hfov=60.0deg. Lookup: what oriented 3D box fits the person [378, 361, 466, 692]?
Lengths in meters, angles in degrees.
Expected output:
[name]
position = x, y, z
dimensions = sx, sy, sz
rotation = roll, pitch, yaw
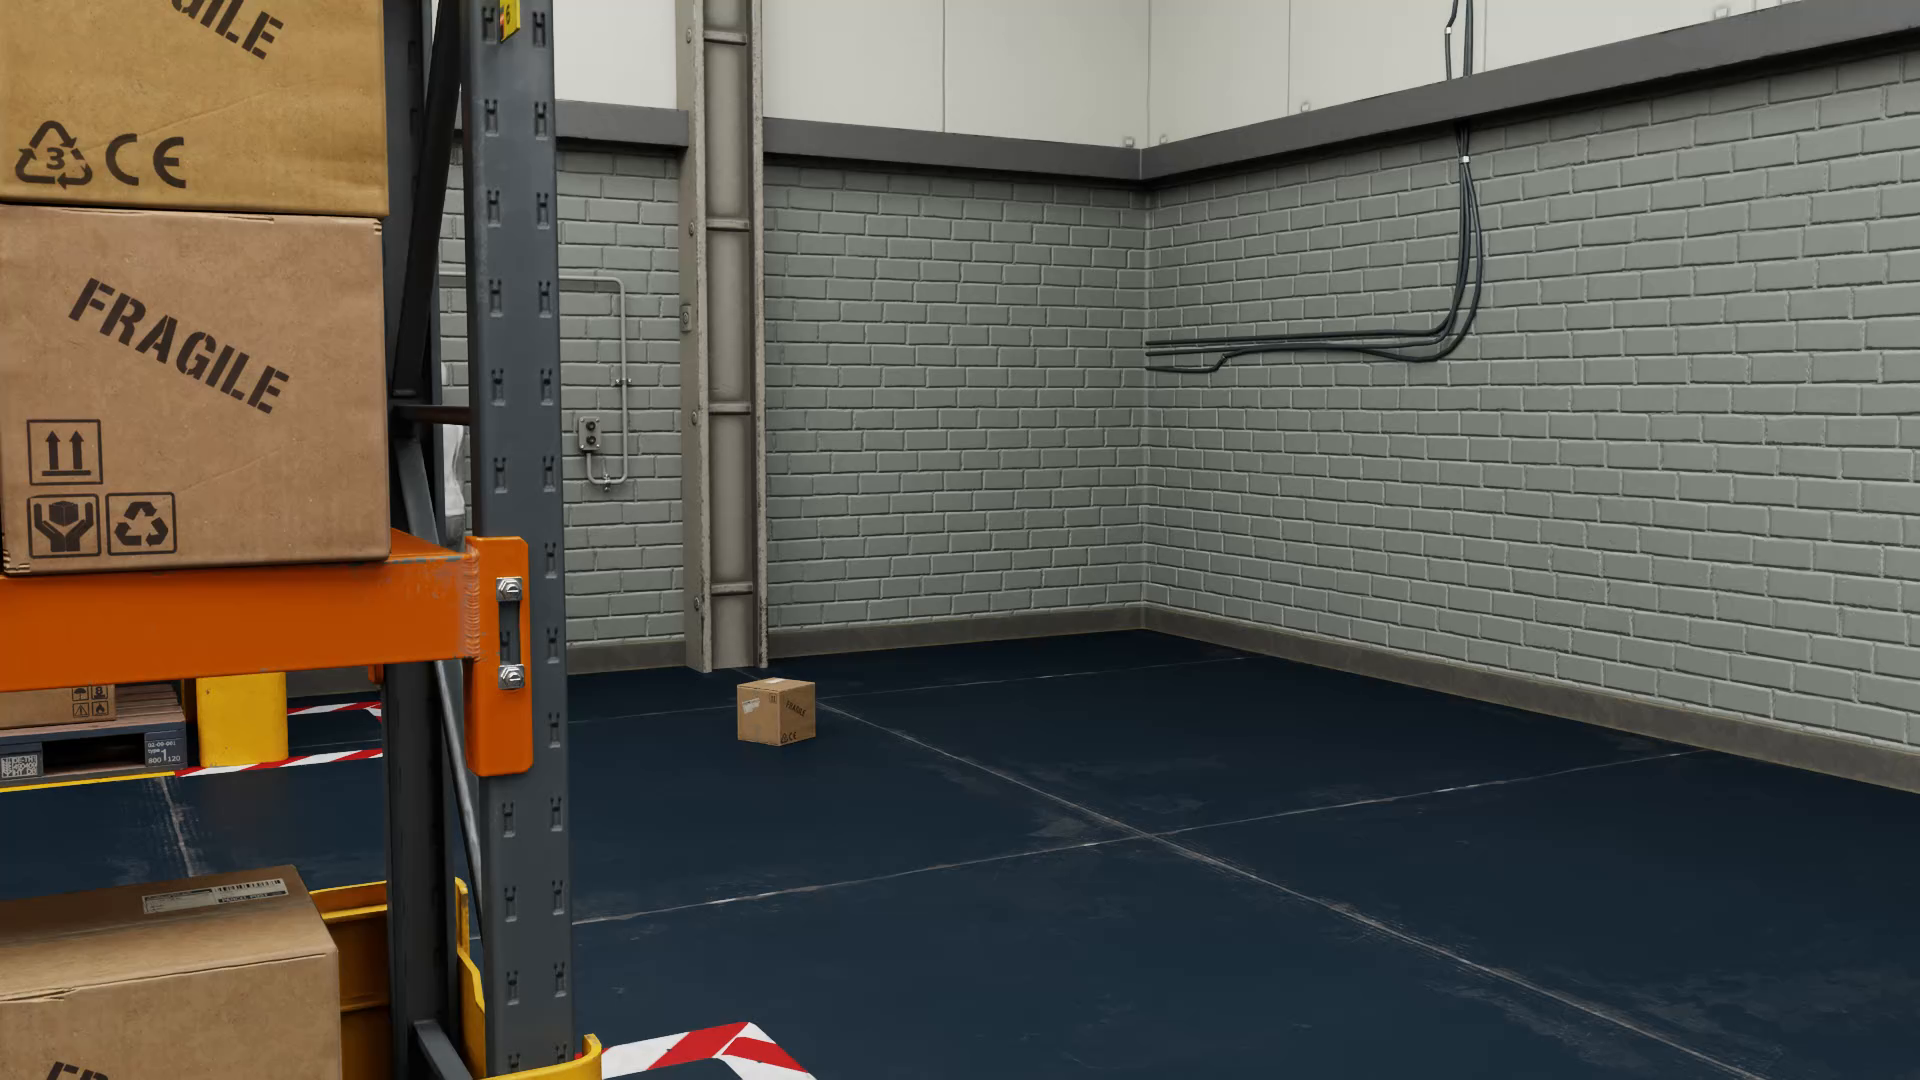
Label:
[person]
position = -2.797, -0.091, 8.626
dimensions = 0.370, 1.775, 0.524
rotation = 2, 5, 25
